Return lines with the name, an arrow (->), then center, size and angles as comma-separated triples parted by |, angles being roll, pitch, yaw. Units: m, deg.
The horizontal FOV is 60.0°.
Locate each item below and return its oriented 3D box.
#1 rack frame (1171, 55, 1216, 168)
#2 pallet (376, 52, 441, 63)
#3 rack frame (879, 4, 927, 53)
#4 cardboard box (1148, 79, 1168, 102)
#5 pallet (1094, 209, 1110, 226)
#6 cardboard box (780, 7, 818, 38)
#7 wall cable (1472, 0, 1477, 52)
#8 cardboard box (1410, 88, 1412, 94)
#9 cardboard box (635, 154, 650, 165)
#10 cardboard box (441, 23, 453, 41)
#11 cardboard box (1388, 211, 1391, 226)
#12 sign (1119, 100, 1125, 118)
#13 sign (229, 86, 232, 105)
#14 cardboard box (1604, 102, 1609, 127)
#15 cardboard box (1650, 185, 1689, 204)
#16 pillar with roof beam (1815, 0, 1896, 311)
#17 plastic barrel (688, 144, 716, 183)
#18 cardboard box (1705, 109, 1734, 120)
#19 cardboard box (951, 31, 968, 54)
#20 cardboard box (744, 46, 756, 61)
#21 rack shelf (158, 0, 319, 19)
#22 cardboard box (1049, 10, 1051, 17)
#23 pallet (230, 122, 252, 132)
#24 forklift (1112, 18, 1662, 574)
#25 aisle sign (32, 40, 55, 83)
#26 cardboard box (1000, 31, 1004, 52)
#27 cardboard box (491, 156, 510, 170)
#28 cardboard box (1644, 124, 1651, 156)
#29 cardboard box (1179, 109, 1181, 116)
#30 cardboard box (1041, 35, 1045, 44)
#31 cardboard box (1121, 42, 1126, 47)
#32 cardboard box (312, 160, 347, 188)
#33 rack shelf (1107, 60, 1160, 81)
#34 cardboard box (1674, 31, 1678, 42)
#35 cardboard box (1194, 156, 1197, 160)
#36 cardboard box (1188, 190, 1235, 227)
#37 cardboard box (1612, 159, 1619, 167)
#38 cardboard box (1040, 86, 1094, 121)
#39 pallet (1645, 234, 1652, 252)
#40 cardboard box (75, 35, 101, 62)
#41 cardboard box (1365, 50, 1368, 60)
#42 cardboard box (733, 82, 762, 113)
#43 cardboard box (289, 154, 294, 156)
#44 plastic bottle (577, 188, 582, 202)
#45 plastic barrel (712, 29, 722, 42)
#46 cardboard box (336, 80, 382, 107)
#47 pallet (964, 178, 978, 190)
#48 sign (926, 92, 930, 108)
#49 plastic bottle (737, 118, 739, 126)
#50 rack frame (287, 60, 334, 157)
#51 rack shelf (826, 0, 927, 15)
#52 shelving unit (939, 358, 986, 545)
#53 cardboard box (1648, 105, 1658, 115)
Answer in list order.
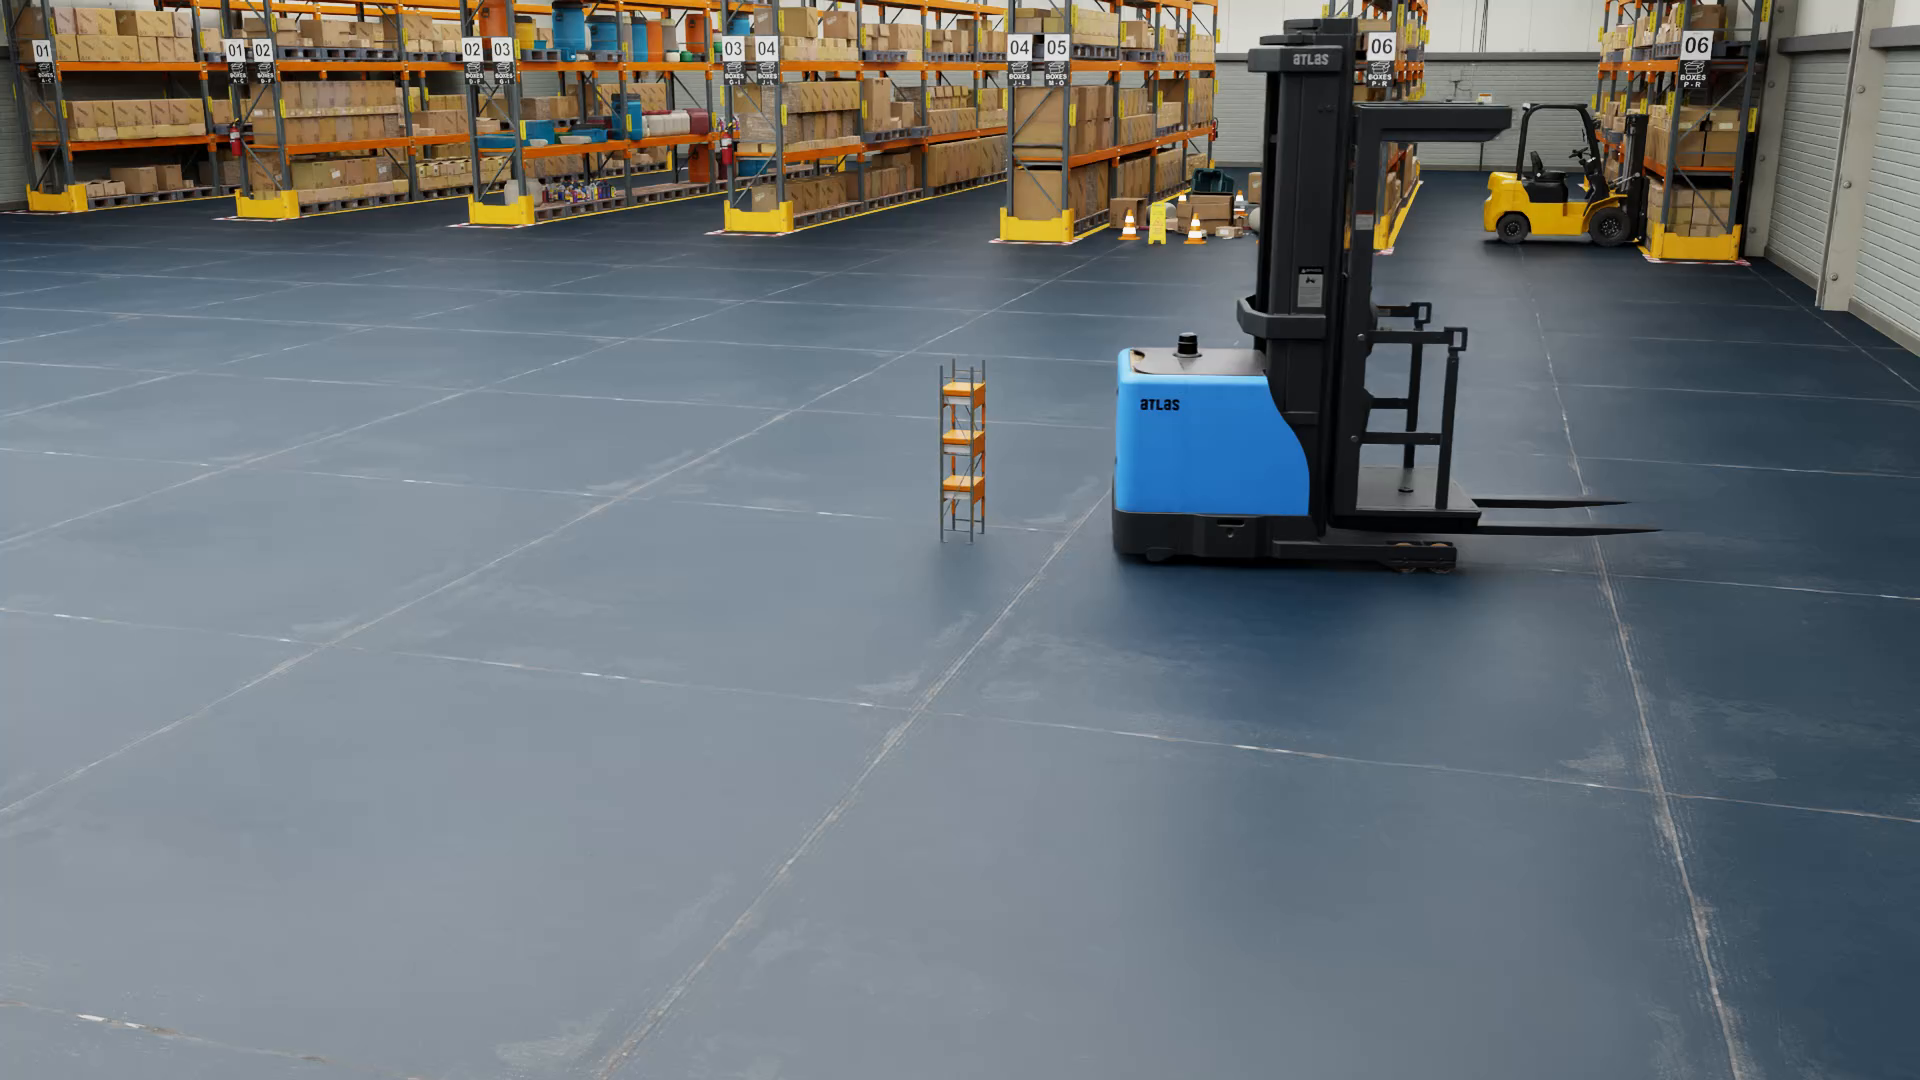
rack frame -> 5.800, -10.522, 41.428 | 1.000, 3.000, 0.127 | 5, 16, 16
pallet -> -11.595, -10.145, 34.955 | 0.805, 0.209, 1.217 | 4, 16, 14
rack frame -> -1.200, -11.726, 34.680 | 1.000, 3.000, 0.127 | 5, 16, 16
cardboard box -> 4.538, -10.291, 38.055 | 0.500, 0.500, 0.500 | 4, 16, 14
pallet -> 2.099, -5.848, 30.060 | 1.003, 0.211, 1.213 | 5, 16, 16
cardboard box -> -2.793, -8.989, 28.883 | 0.500, 0.500, 0.500 | 5, 16, 16
wall cable -> 12.642, -14.502, 44.465 | 2.355, 3.000, 0.029 | 5, 16, 16
cardboard box -> 8.808, -8.841, 33.487 | 0.500, 0.500, 0.500 | 5, 16, 16
cardboard box -> -8.641, -10.183, 44.467 | 0.500, 0.250, 0.500 | 5, 16, 16
cardboard box -> -13.699, -13.320, 43.745 | 0.500, 0.500, 0.500 | 4, 16, 15
cardboard box -> 6.675, -5.180, 26.865 | 0.500, 0.250, 0.500 | 5, 17, 18
sign -> 2.922, -7.794, 30.080 | 0.100, 0.325, 0.005 | 5, 16, 16
sign -> -13.487, -8.233, 30.802 | 0.100, 0.325, 0.005 | 5, 16, 16
cardboard box -> 13.846, -8.875, 34.669 | 0.700, 0.500, 0.500 | 5, 17, 17
cardboard box -> 10.759, -5.233, 25.220 | 0.500, 0.250, 0.500 | 5, 17, 17
pillar with roof beam -> 6.017, -7.357, 19.276 | 9.100, 9.000, 0.400 | 5, 16, 16
plastic barrel -> -5.826, -8.511, 37.547 | 0.600, 0.830, 0.708 | 5, 16, 16
cardboard box -> 11.256, -6.305, 24.644 | 0.380, 0.149, 0.250 | 5, 17, 17
cardboard box -> -0.219, -11.427, 38.170 | 0.700, 0.500, 0.500 | 5, 17, 17
cardboard box -> -3.580, -8.264, 28.245 | 0.500, 0.250, 0.500 | 5, 17, 17
rack shelf -> -16.016, -11.817, 37.050 | 1.077, 0.370, 4.000 | 5, 16, 16
cardboard box -> 1.313, -8.672, 27.454 | 0.380, 0.149, 0.250 | 5, 17, 16
pallet -> -15.971, -9.379, 37.750 | 1.003, 0.211, 1.213 | 5, 16, 16
forklift -> 2.411, -1.375, 9.308 | 3.031, 2.935, 1.130 | 1, 16, 4
aisle sign -> -17.454, -9.108, 31.679 | 0.394, 0.787, 0.004 | 5, 16, 16
cardboard box -> 0.702, -12.396, 41.403 | 0.700, 0.500, 0.500 | 4, 16, 14
cardboard box -> -10.610, -8.602, 37.901 | 0.500, 0.311, 0.500 | 5, 17, 17
cardboard box -> 11.548, -6.593, 27.394 | 0.500, 0.500, 0.500 | 4, 16, 14
cardboard box -> 4.740, -9.580, 37.254 | 0.380, 0.149, 0.250 | 5, 17, 18
cardboard box -> 1.167, -8.155, 27.093 | 0.380, 0.149, 0.250 | 5, 17, 17
cardboard box -> 2.923, -9.207, 30.802 | 0.250, 0.149, 0.380 | 5, 16, 16
cardboard box -> -12.335, -7.142, 32.407 | 0.500, 0.500, 0.500 | 5, 16, 16
rack shelf -> 2.958, -9.003, 31.893 | 1.077, 0.370, 4.000 | 5, 16, 16
cardboard box -> 10.732, -7.407, 24.458 | 0.380, 0.149, 0.250 | 4, 16, 14
cardboard box -> 5.476, -9.144, 39.934 | 0.380, 0.149, 0.250 | 4, 16, 14
cardboard box -> 4.358, -5.744, 28.909 | 0.797, 0.637, 0.503 | 5, 16, 16
cardboard box -> 13.775, -7.826, 34.546 | 0.380, 0.149, 0.250 | 4, 16, 13
cardboard box -> 1.753, -7.309, 27.846 | 0.875, 0.550, 0.550 | 5, 16, 16
pallet -> 10.965, -4.456, 25.154 | 1.003, 0.211, 1.213 | 5, 16, 16
cardboard box -> -17.199, -9.606, 32.482 | 0.500, 0.500, 0.500 | 6, 17, 20
cardboard box -> 6.422, -7.438, 25.519 | 0.380, 0.149, 0.250 | 4, 16, 14
cardboard box -> -3.554, -7.582, 28.503 | 0.500, 0.500, 0.500 | 5, 16, 16
cardboard box -> -15.824, -9.025, 38.553 | 0.500, 0.250, 0.500 | 5, 17, 17
plastic bottle -> -7.282, -6.596, 31.781 | 0.097, 0.271, 0.097 | 0, 16, 0
plastic barrel -> -5.589, -11.410, 38.044 | 0.433, 0.535, 0.433 | 0, 16, 0
cardboard box -> -12.096, -8.986, 33.452 | 0.700, 0.500, 0.500 | 5, 16, 16
pallet -> -0.210, -8.337, 38.836 | 1.003, 0.211, 1.213 | 5, 16, 16
sign -> -0.677, -9.319, 35.211 | 0.100, 0.325, 0.005 | 5, 16, 16
plastic bottle -> -5.129, -9.581, 38.346 | 0.097, 0.271, 0.097 | 0, 16, 0
rack frame -> -15.447, -9.992, 39.561 | 1.000, 3.000, 0.127 | 5, 16, 16
rack shelf -> -1.768, -10.664, 32.988 | 1.077, 0.370, 4.000 | 5, 16, 16
shelving unit -> 0.015, -0.519, 9.735 | 0.215, 1.050, 0.252 | 5, 16, 16
cardboard box -> 11.550, -7.084, 27.390 | 0.380, 0.149, 0.250 | 5, 17, 17
